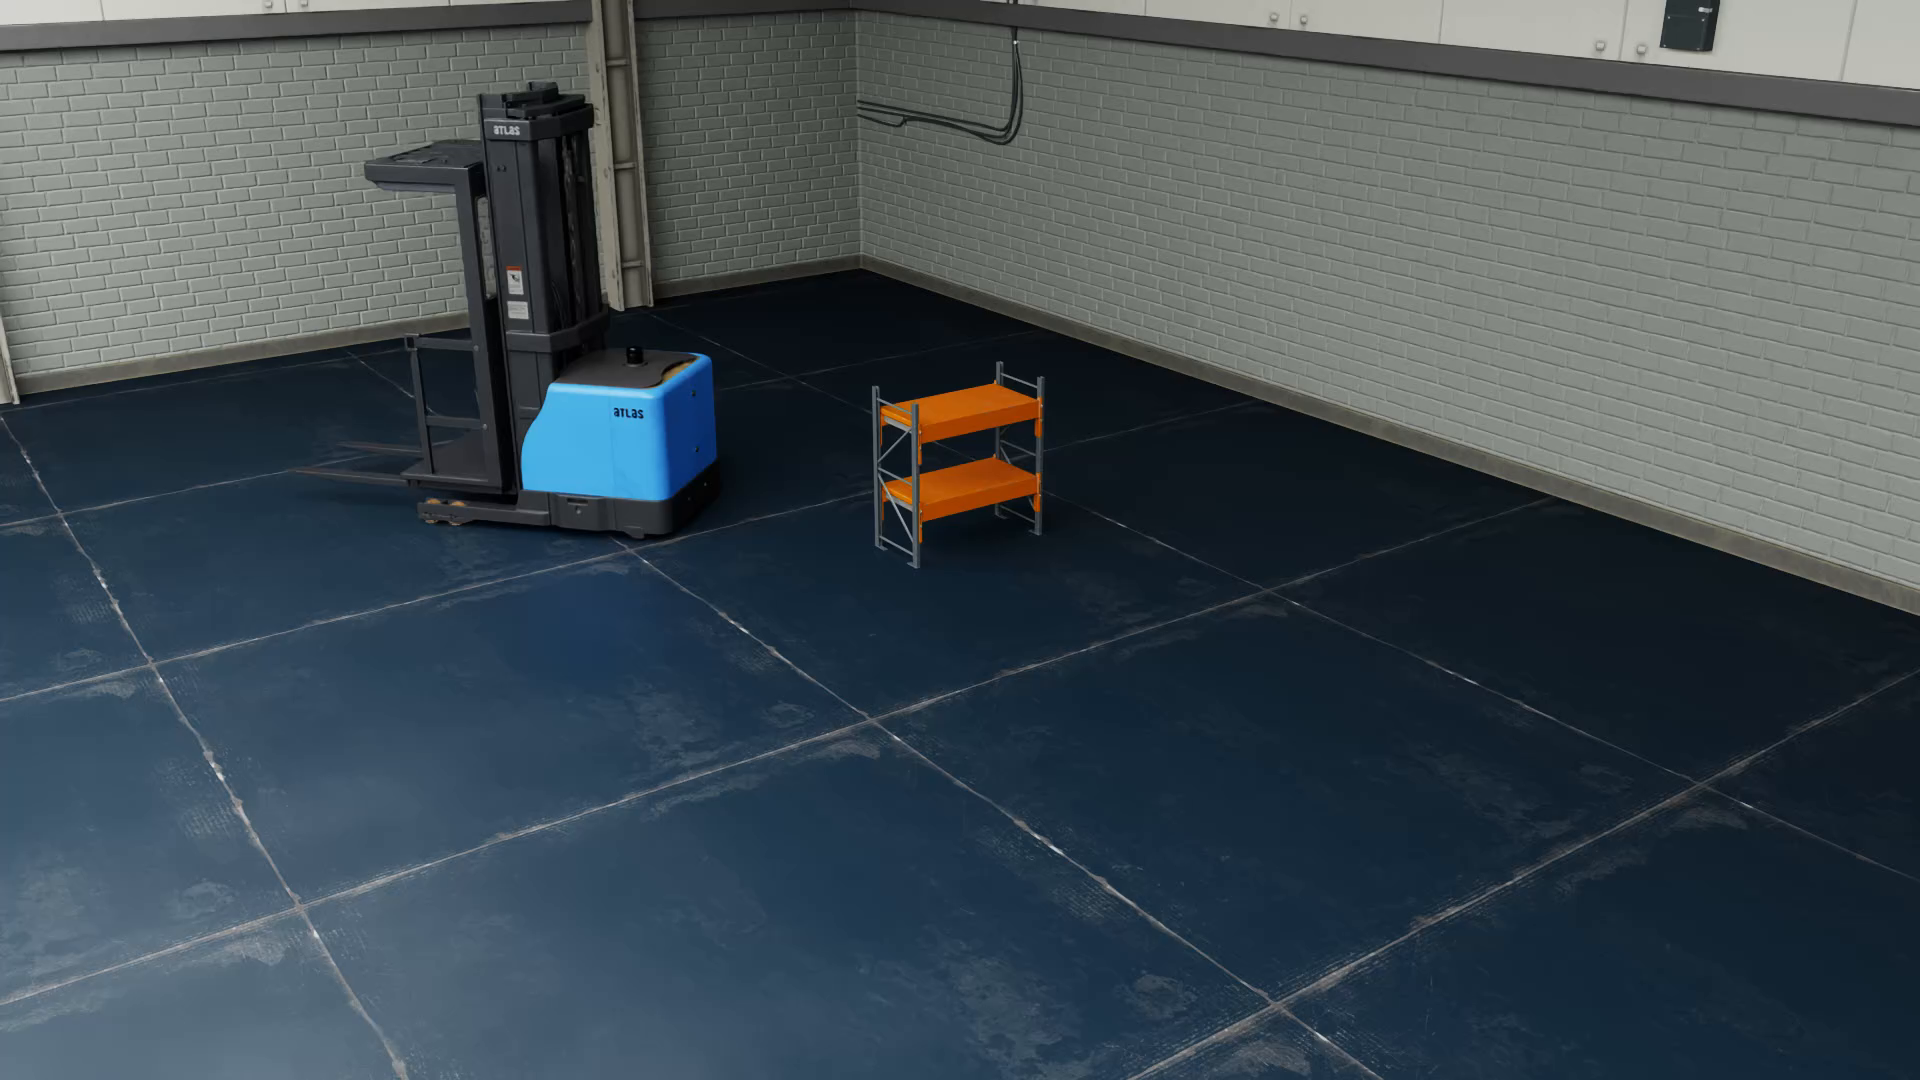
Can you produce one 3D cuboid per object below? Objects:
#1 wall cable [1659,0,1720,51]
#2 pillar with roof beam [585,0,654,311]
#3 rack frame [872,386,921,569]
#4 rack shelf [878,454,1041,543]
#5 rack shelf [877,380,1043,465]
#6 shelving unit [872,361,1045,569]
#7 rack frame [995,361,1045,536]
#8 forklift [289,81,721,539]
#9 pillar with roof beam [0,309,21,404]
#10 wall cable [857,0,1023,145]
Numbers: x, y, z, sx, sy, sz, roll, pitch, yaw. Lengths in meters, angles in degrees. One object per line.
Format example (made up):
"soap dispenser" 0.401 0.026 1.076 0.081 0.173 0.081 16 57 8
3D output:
"wall cable" 5.209 -5.621 8.752 0.169 6.003 2.305 -15 26 -33
"pillar with roof beam" -0.972 -5.366 12.702 0.400 9.000 9.100 -15 26 -33
"rack frame" -0.418 -0.411 10.908 0.032 1.125 0.500 -15 26 -33
"rack shelf" -0.005 -0.294 11.275 1.000 0.278 0.538 -15 26 -33
"rack shelf" -0.005 -0.793 11.076 1.000 0.278 0.538 -15 26 -33
"shelving unit" -0.005 -0.521 11.184 1.048 1.125 0.538 -15 26 -33
"rack frame" 0.407 -0.631 11.460 0.032 1.125 0.500 -15 26 -33
"forklift" -3.318 -1.645 11.564 3.031 2.935 1.130 5 22 13
"pillar with roof beam" -5.843 -4.067 9.447 0.400 9.000 9.100 -15 26 -33
"wall cable" -0.323 -5.459 17.124 0.112 2.526 3.097 -15 26 -33
